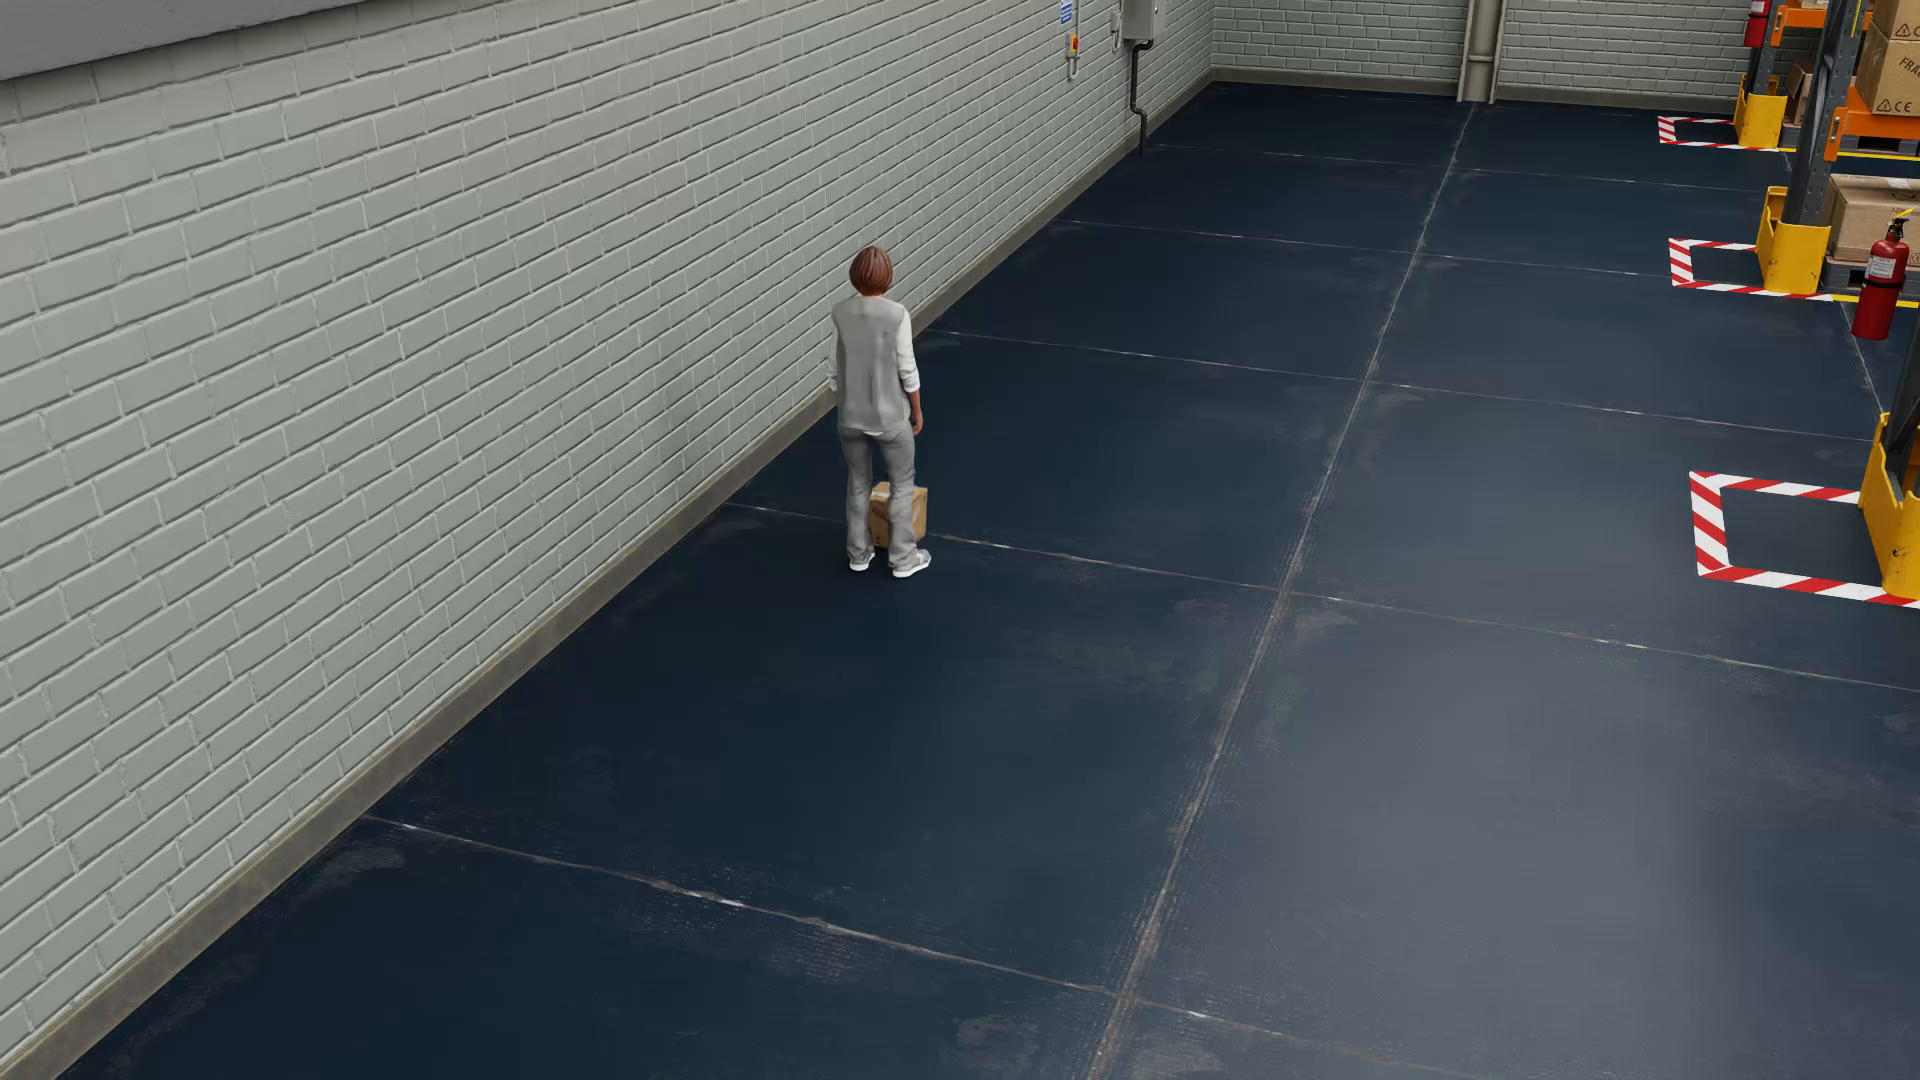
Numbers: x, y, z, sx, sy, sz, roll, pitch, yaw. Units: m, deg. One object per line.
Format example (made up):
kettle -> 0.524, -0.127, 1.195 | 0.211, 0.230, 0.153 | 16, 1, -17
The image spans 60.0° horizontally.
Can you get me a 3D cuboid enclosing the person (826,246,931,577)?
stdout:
person -> -0.397, -0.581, 7.808 | 0.459, 1.594, 0.345 | 8, 27, 16
